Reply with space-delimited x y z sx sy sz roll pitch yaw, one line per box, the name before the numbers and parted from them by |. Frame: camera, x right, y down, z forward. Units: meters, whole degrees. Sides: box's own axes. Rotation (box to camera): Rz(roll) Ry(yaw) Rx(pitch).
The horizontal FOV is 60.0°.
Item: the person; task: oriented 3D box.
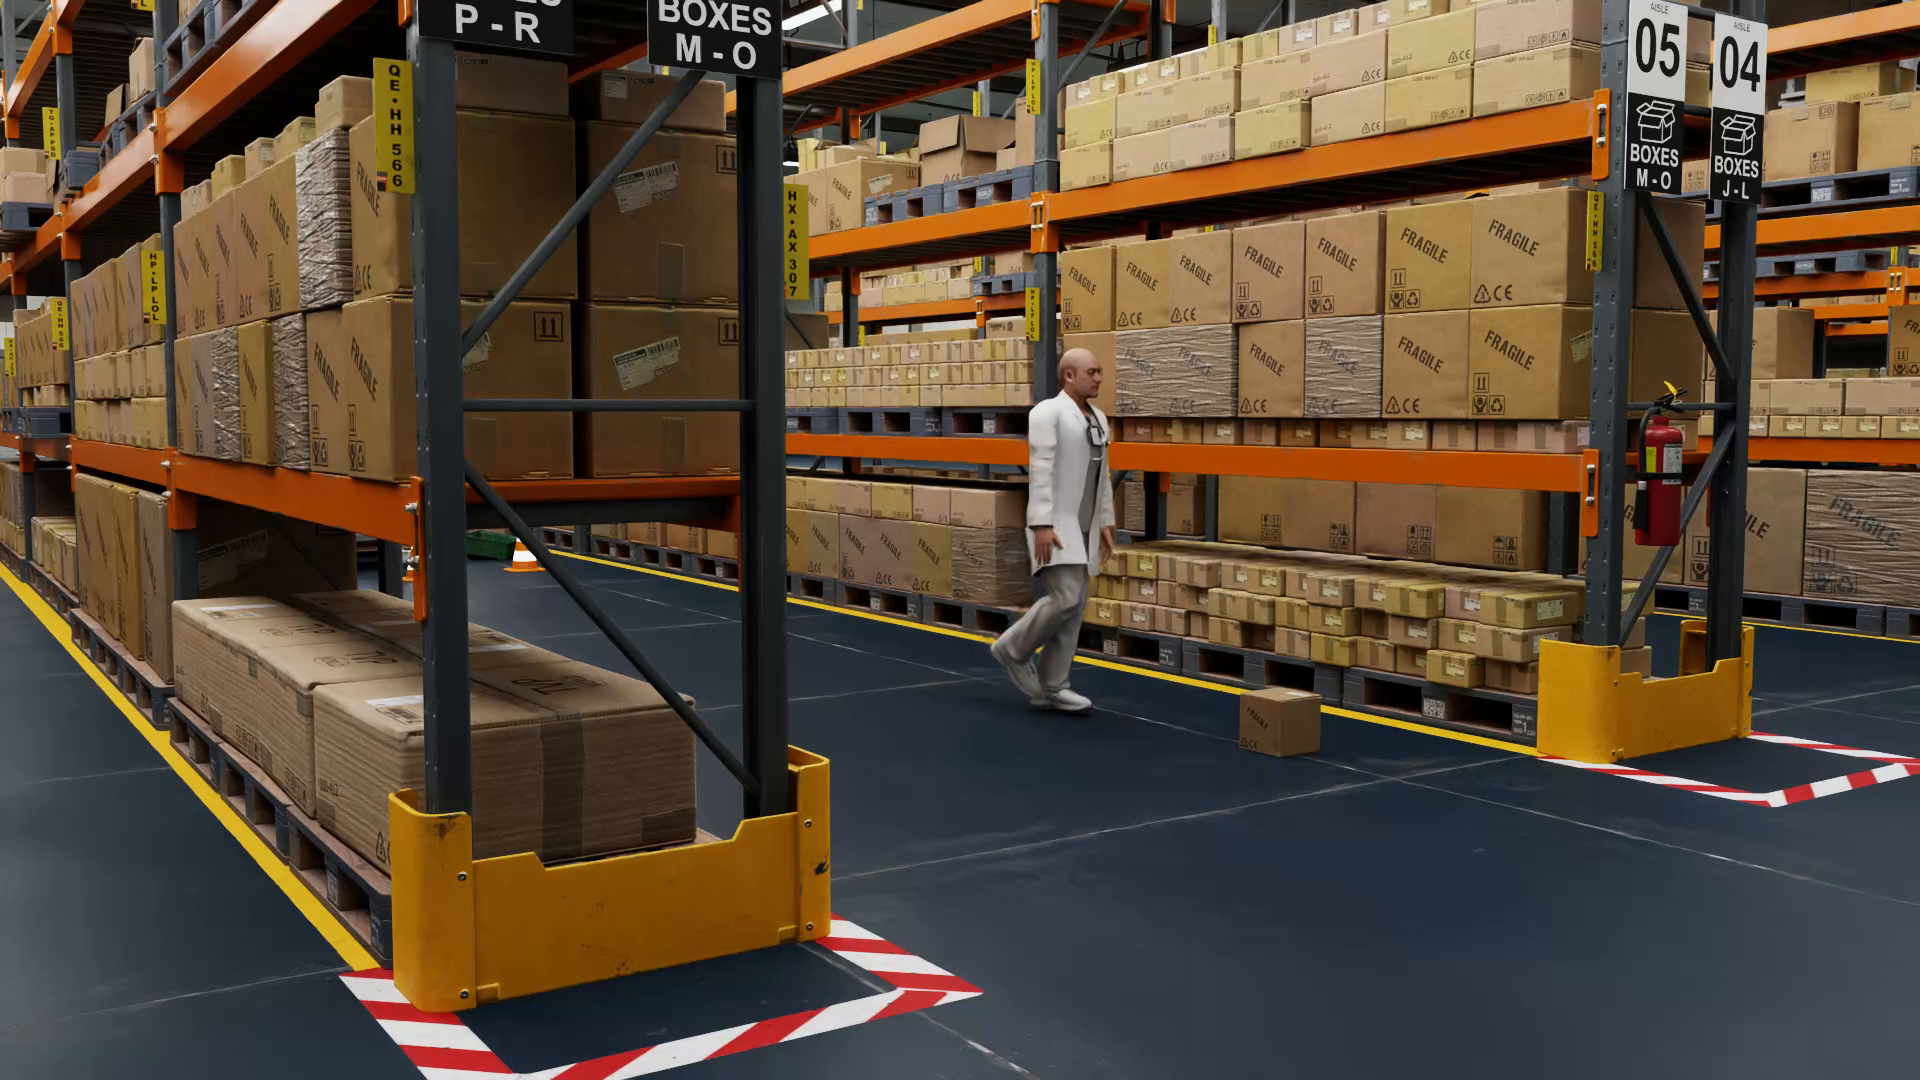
person | 0.478 -0.057 8.223 0.592 1.771 0.643 4 6 43
